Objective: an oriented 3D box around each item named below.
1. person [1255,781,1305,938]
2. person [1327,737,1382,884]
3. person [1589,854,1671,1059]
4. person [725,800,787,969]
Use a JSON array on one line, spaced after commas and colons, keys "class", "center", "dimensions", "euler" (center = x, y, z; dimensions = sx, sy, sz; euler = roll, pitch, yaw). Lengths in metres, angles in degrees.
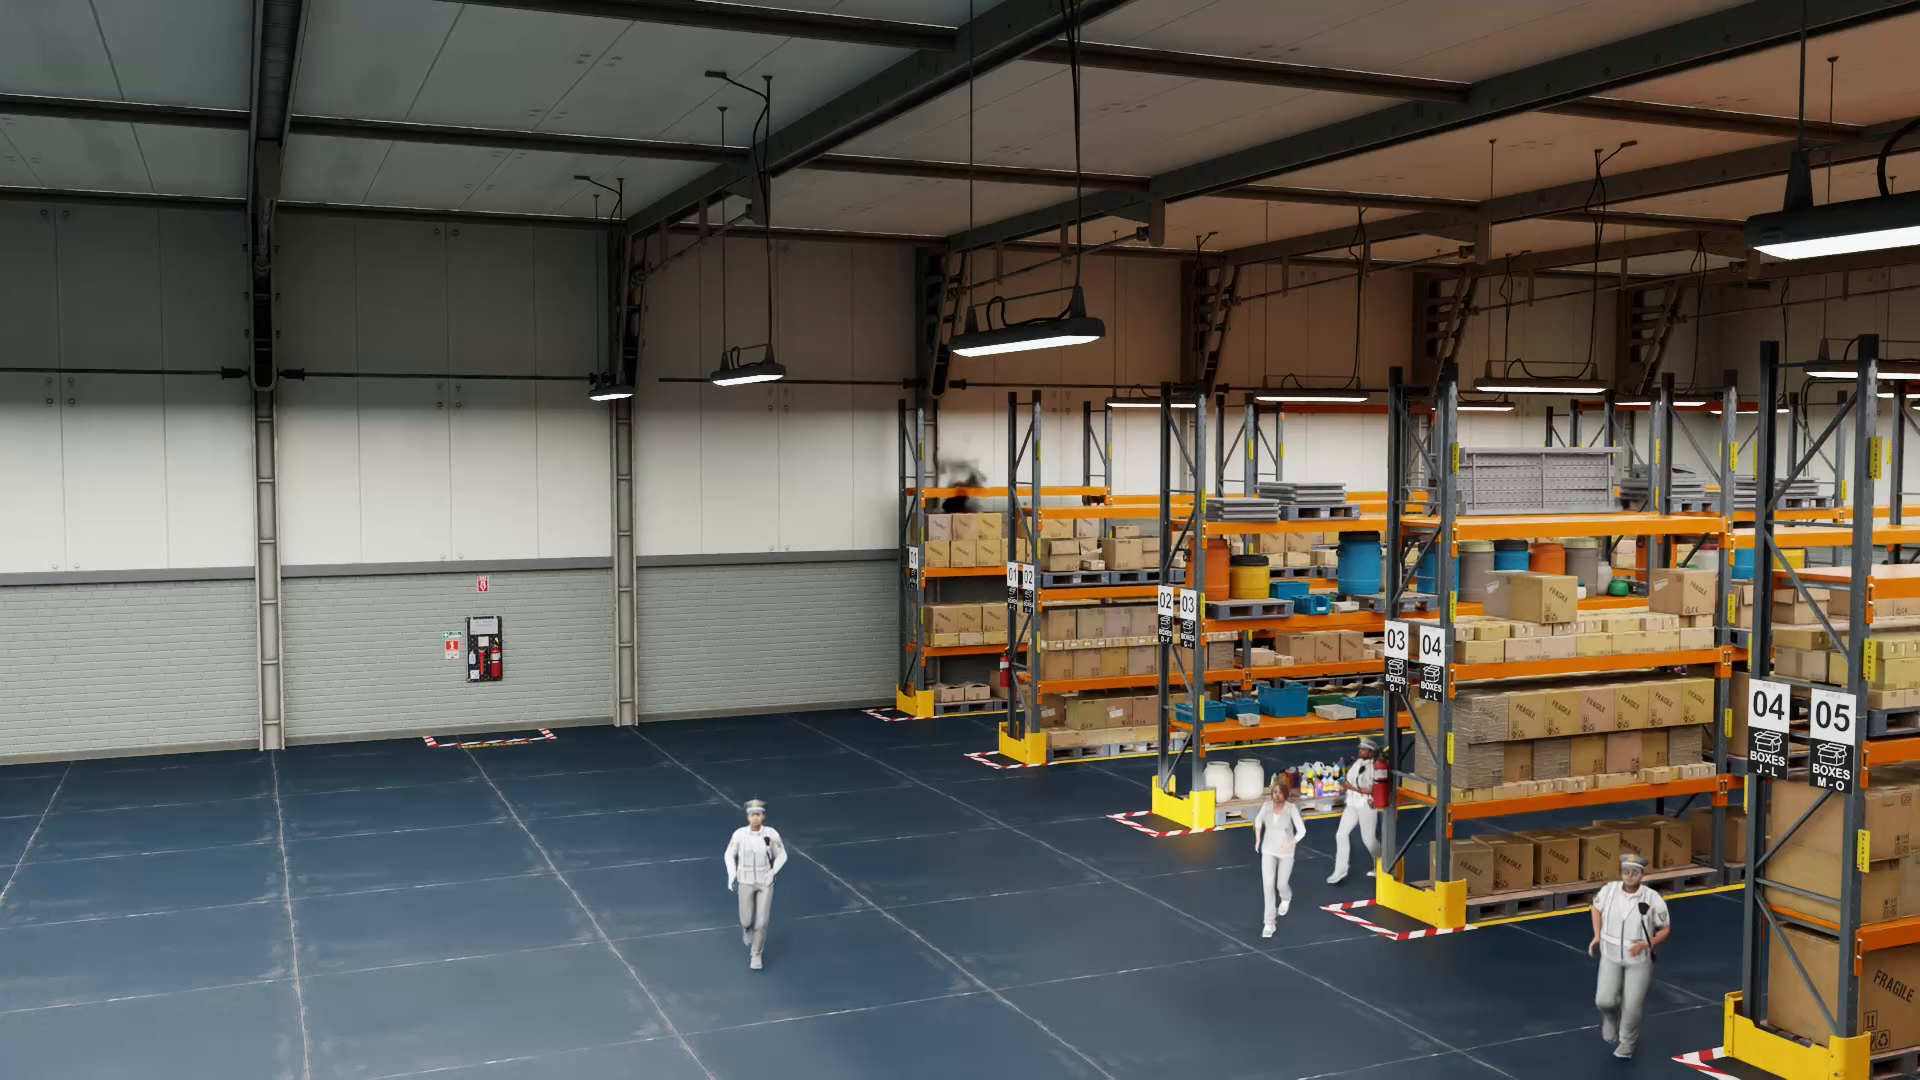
[{"class": "person", "center": [3.403, 3.331, 17.682], "dimensions": [0.557, 1.593, 0.726], "euler": [1, 4, 20]}, {"class": "person", "center": [4.689, 3.157, 19.505], "dimensions": [0.770, 1.720, 0.548], "euler": [-2, 4, -27]}, {"class": "person", "center": [5.582, 3.481, 13.930], "dimensions": [0.658, 1.738, 0.572], "euler": [2, 4, 33]}, {"class": "person", "center": [-2.030, 3.381, 16.457], "dimensions": [0.599, 1.657, 0.530], "euler": [0, 3, -5]}]
